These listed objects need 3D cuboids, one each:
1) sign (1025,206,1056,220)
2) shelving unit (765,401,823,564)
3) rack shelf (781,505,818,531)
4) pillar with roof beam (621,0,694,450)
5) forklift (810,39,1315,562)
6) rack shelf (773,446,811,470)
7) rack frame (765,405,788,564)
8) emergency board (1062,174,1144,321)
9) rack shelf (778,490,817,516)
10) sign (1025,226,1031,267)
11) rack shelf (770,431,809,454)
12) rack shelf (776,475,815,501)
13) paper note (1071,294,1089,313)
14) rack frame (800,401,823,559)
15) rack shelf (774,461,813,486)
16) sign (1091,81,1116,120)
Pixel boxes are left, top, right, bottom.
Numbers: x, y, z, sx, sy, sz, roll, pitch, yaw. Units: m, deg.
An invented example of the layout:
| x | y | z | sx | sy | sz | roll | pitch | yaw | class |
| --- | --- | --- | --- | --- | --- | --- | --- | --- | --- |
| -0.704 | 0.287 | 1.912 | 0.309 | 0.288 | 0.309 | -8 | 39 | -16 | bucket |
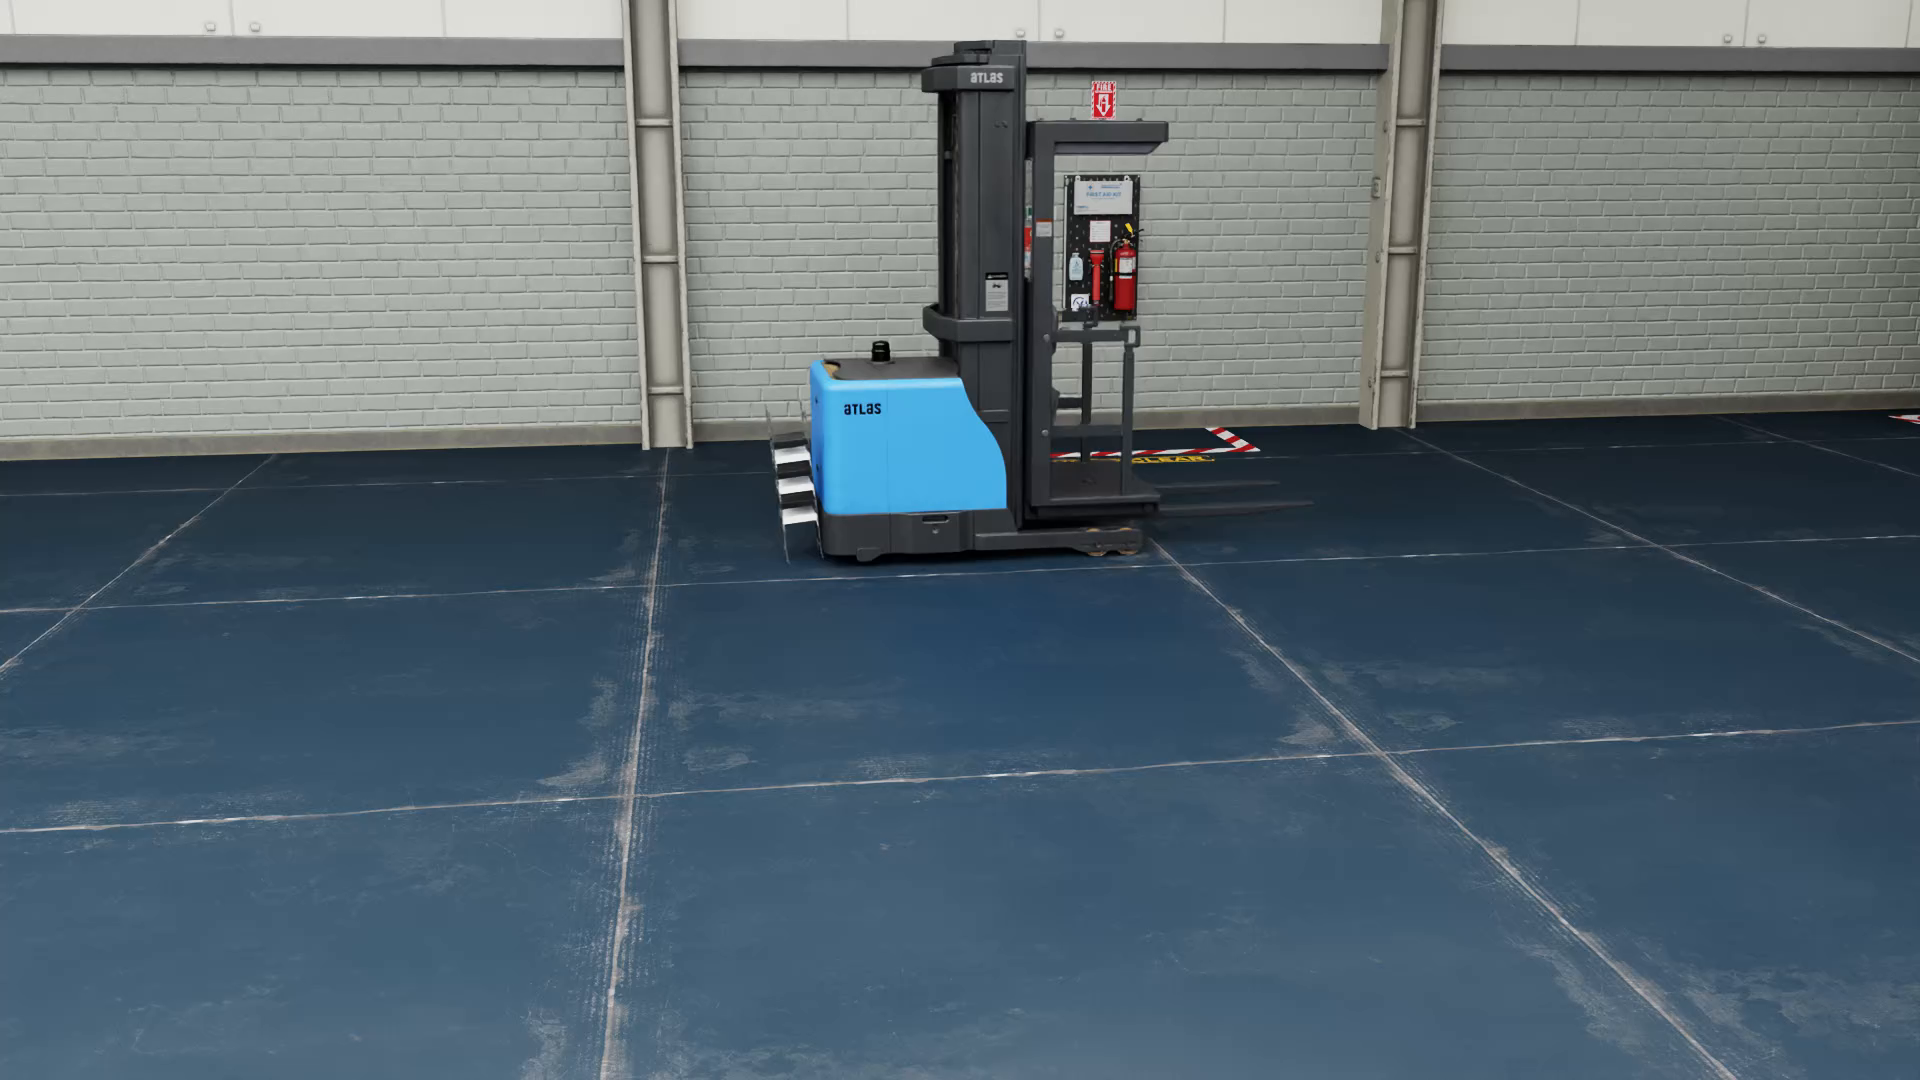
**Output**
| x | y | z | sx | sy | sz | roll | pitch | yaw | class |
| --- | --- | --- | --- | --- | --- | --- | --- | --- | --- |
| 0.608 | -2.622 | 13.349 | 0.331 | 0.109 | 0.001 | -2 | 14 | -8 | sign |
| -0.965 | -0.337 | 9.680 | 0.210 | 0.900 | 0.258 | -8 | 15 | -9 | shelving unit |
| -0.945 | -0.132 | 9.735 | 0.200 | 0.077 | 0.258 | -8 | 15 | -9 | rack shelf |
| -1.678 | -4.083 | 8.002 | 0.400 | 9.000 | 9.100 | -2 | 14 | -8 | pillar with roof beam |
| 0.632 | -1.446 | 9.961 | 3.031 | 2.935 | 1.130 | -2 | 14 | -9 | forklift |
| -0.979 | -0.478 | 9.642 | 0.200 | 0.077 | 0.258 | -8 | 15 | -9 | rack shelf |
| -1.065 | -0.323 | 9.664 | 0.006 | 0.900 | 0.240 | -8 | 15 | -9 | rack frame |
| 1.164 | -2.345 | 13.407 | 0.643 | 1.169 | 0.194 | -2 | 14 | -8 | emergency board |
| -0.954 | -0.218 | 9.712 | 0.200 | 0.077 | 0.258 | -8 | 15 | -9 | rack shelf |
| 0.602 | -2.367 | 13.422 | 0.234 | 0.329 | 0.001 | -2 | 14 | -8 | sign |
| -0.987 | -0.564 | 9.619 | 0.200 | 0.077 | 0.258 | -8 | 15 | -9 | rack shelf |
| -0.962 | -0.305 | 9.689 | 0.200 | 0.077 | 0.258 | -8 | 15 | -9 | rack shelf |
| 0.979 | -1.928 | 13.555 | 0.142 | 0.148 | 0.016 | -2 | 14 | -8 | paper note |
| -0.866 | -0.351 | 9.696 | 0.006 | 0.900 | 0.240 | -8 | 15 | -9 | rack frame |
| -0.971 | -0.391 | 9.665 | 0.200 | 0.077 | 0.258 | -8 | 15 | -9 | rack shelf |
| 1.142 | -3.493 | 13.219 | 0.199 | 0.298 | 0.001 | -2 | 14 | -8 | sign |
